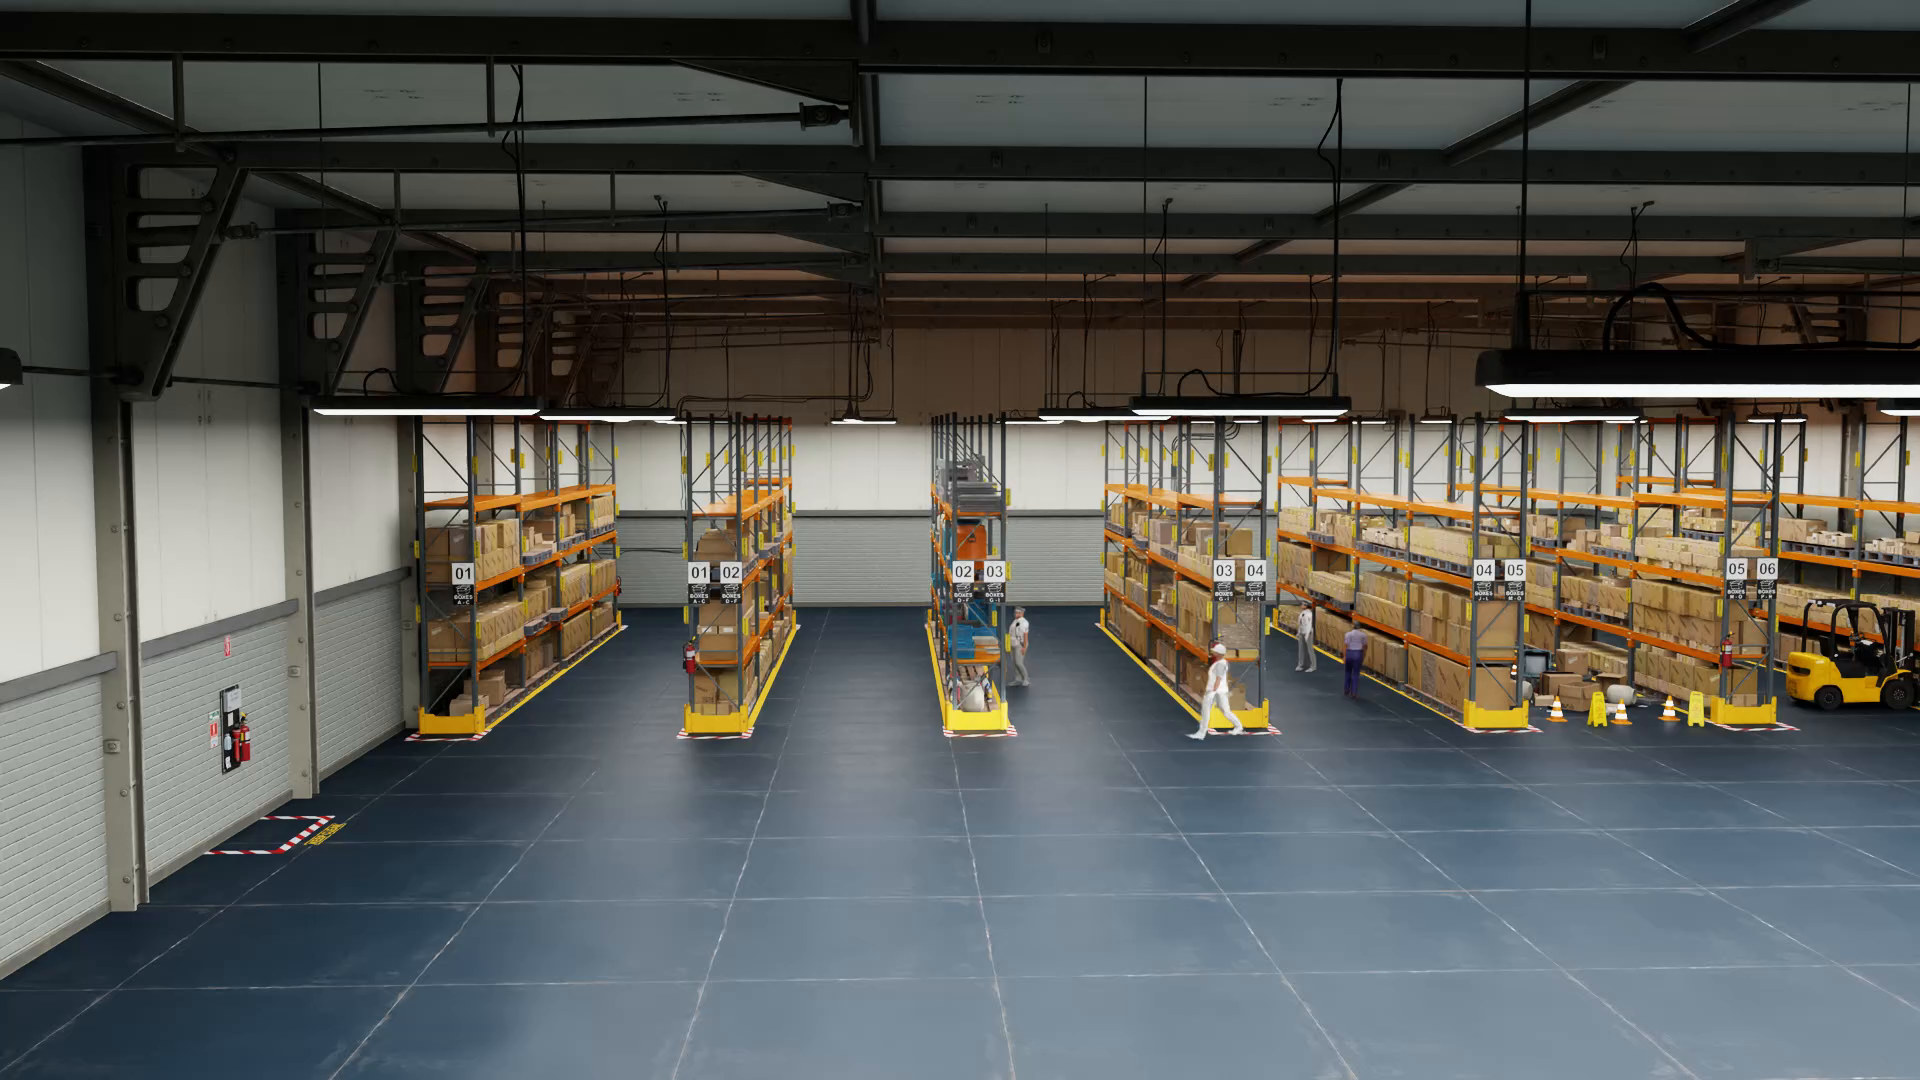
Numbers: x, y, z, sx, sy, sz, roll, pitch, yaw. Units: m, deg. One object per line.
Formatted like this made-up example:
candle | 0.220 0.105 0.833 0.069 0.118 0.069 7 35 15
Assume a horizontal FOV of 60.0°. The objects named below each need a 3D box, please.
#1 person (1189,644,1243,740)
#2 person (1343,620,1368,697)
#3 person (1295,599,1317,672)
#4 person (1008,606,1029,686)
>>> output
person | 4.718 2.780 30.433 1.040 1.754 0.491 -3 5 -34
person | 8.360 2.525 35.288 0.549 1.684 0.667 2 5 31
person | 8.093 2.222 39.001 0.426 1.687 0.505 -2 4 -23
person | 1.301 2.336 36.715 0.432 1.768 0.592 -2 4 -28
